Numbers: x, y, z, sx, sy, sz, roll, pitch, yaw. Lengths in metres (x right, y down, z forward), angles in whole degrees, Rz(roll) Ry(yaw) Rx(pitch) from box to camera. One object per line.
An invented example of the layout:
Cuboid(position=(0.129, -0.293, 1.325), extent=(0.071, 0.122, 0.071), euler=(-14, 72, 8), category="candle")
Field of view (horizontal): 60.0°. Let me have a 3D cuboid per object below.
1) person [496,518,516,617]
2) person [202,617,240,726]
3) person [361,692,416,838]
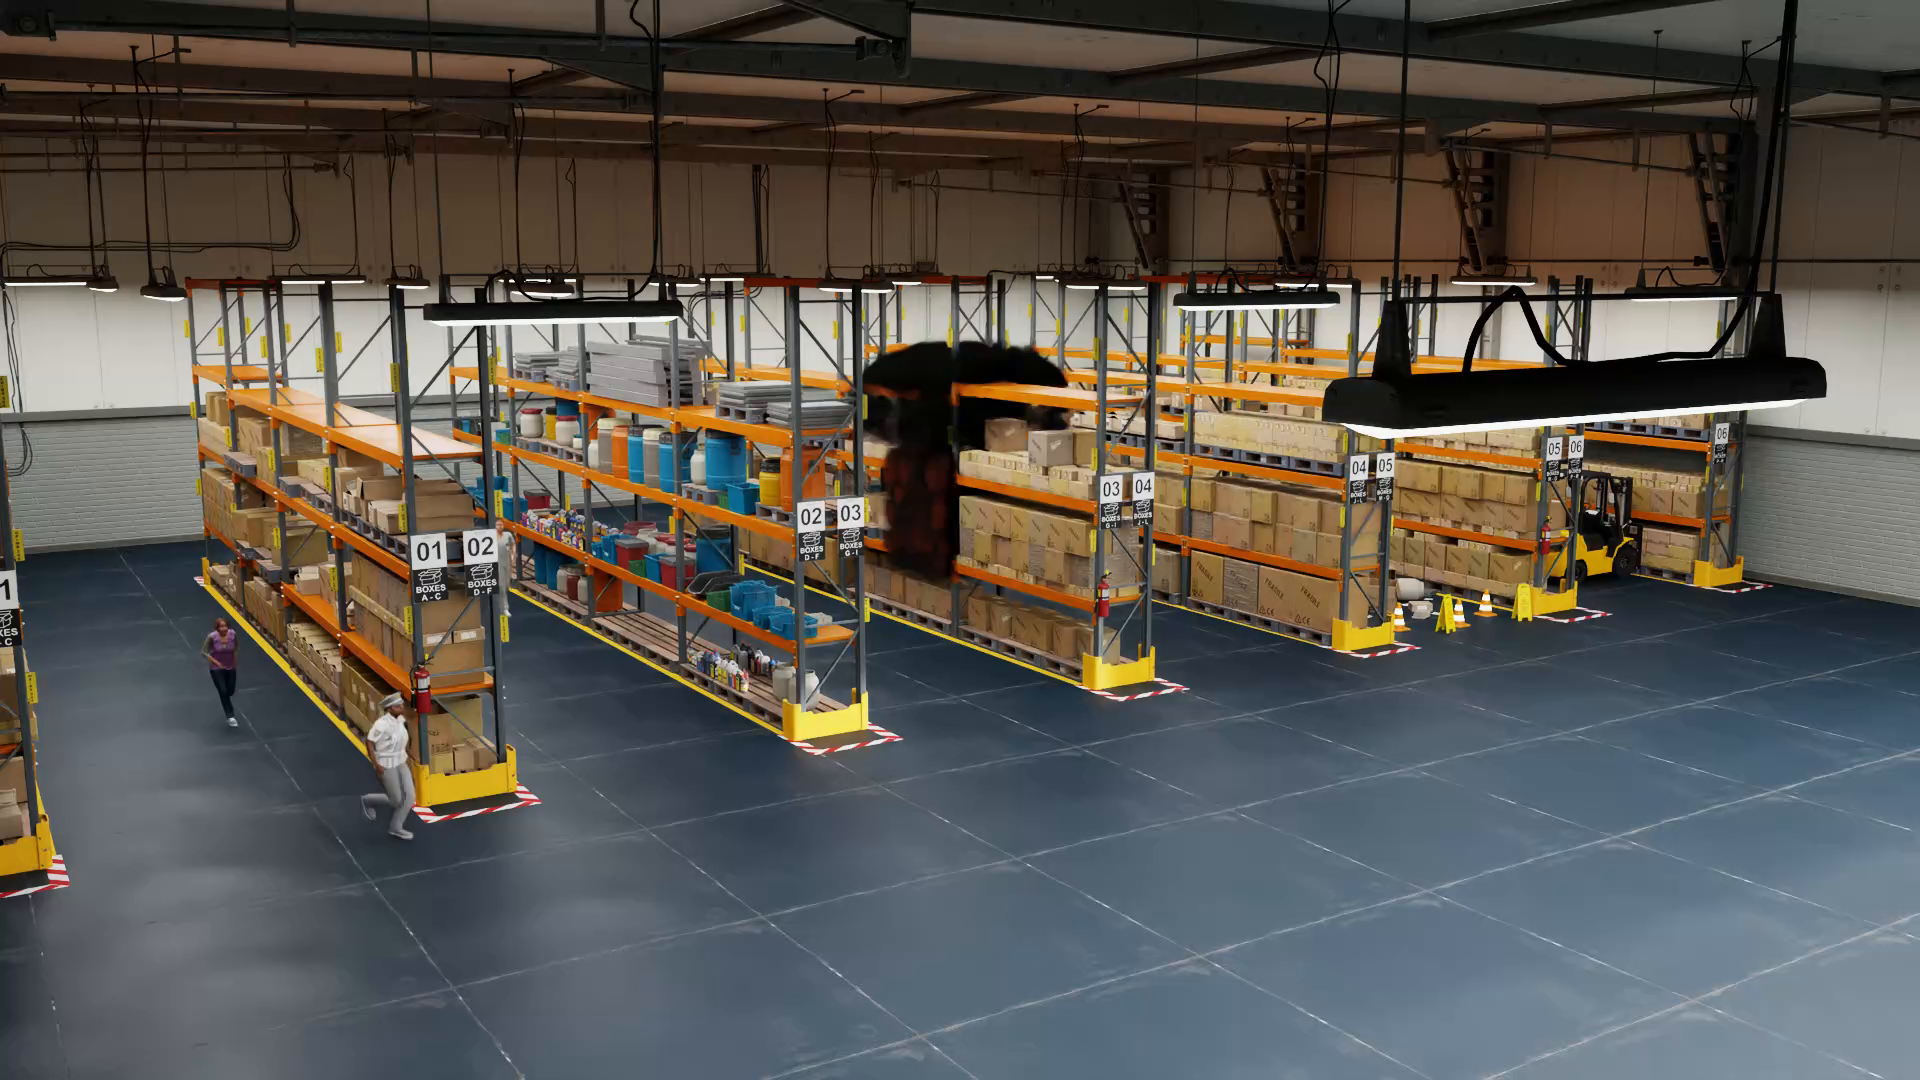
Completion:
Cuboid(position=(-7.936, 0.445, 28.712), extent=(0.565, 1.698, 0.696), euler=(-6, 11, -32), category="person")
Cuboid(position=(-10.175, 1.775, 22.934), extent=(0.513, 1.545, 0.713), euler=(-6, 11, -32), category="person")
Cuboid(position=(-6.317, 2.478, 18.384), extent=(0.576, 1.647, 0.582), euler=(3, 10, 19), category="person")
